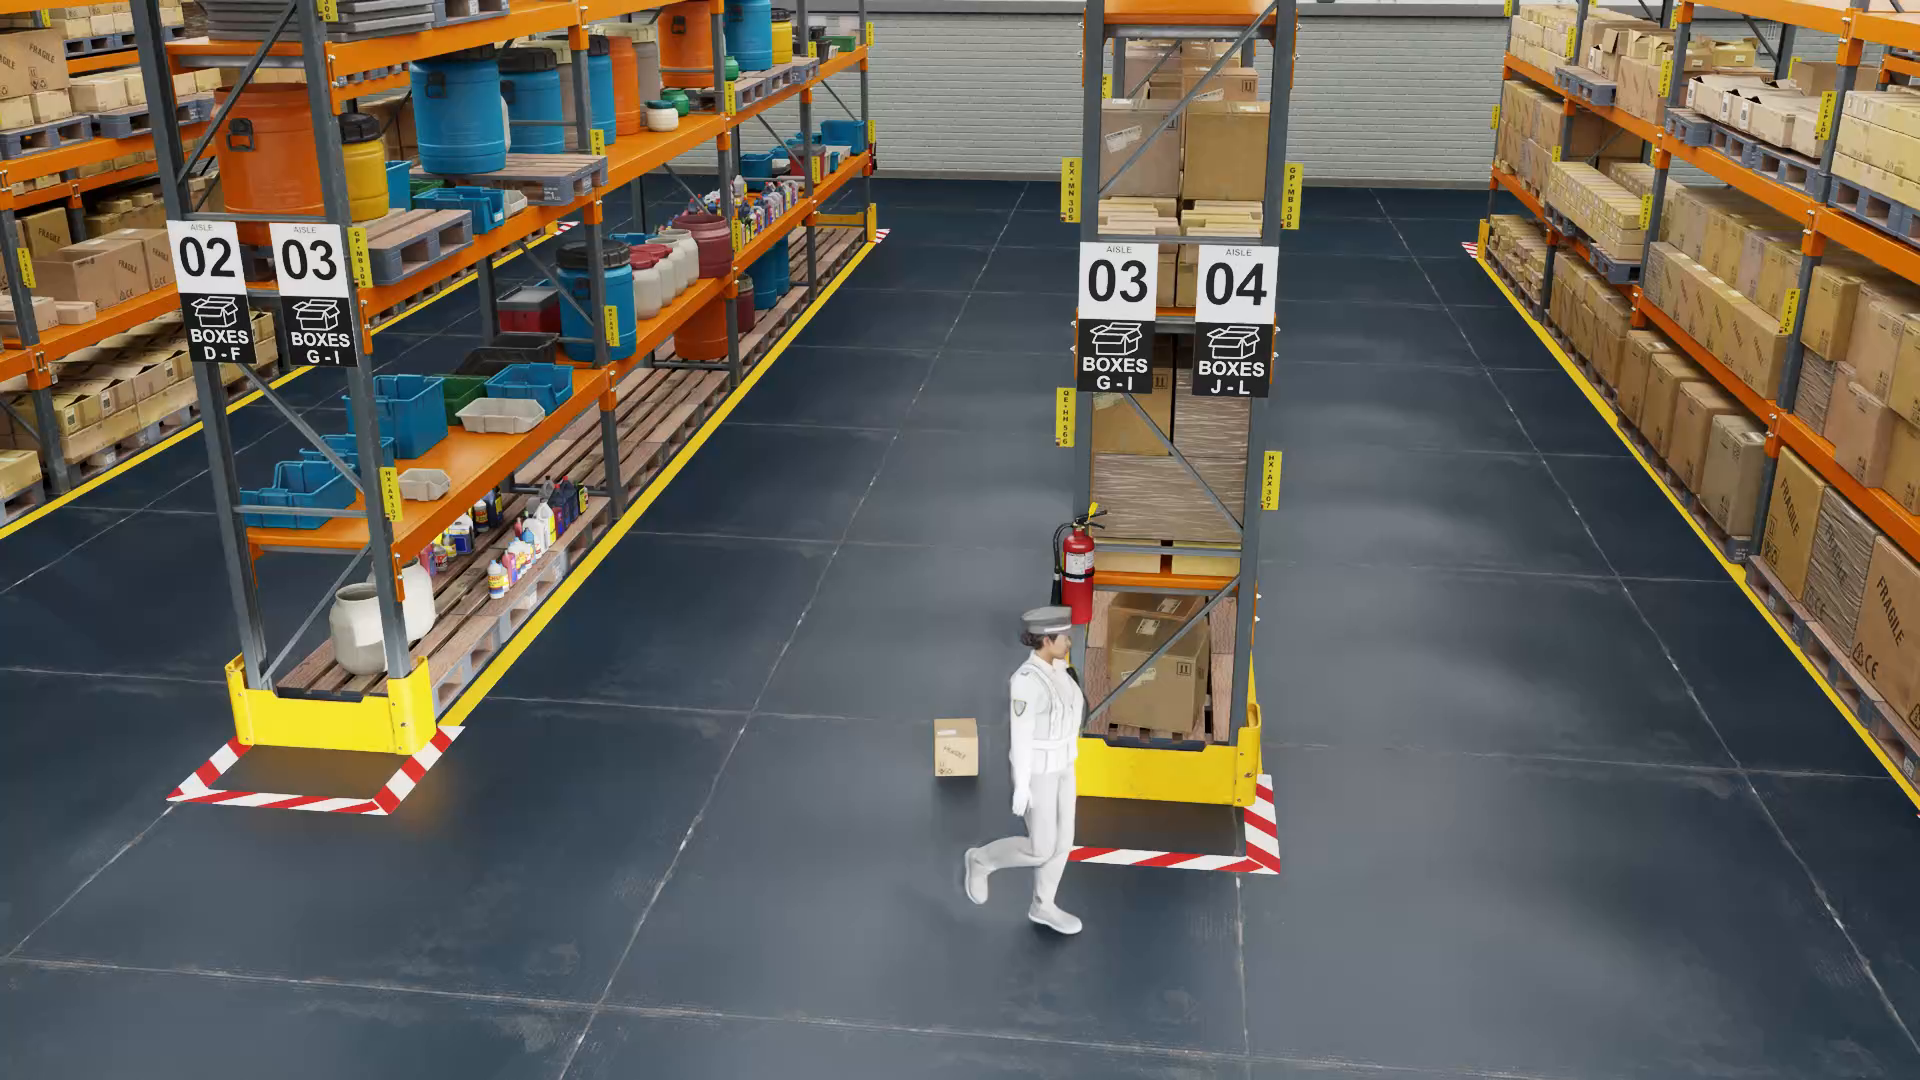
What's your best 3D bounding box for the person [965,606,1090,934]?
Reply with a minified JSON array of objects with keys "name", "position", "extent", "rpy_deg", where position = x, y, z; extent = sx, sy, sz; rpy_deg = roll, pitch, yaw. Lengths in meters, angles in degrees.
[{"name":"person","position":[0.373,1.113,8.175],"extent":[0.613,1.637,0.528],"rpy_deg":[13,25,30]}]
